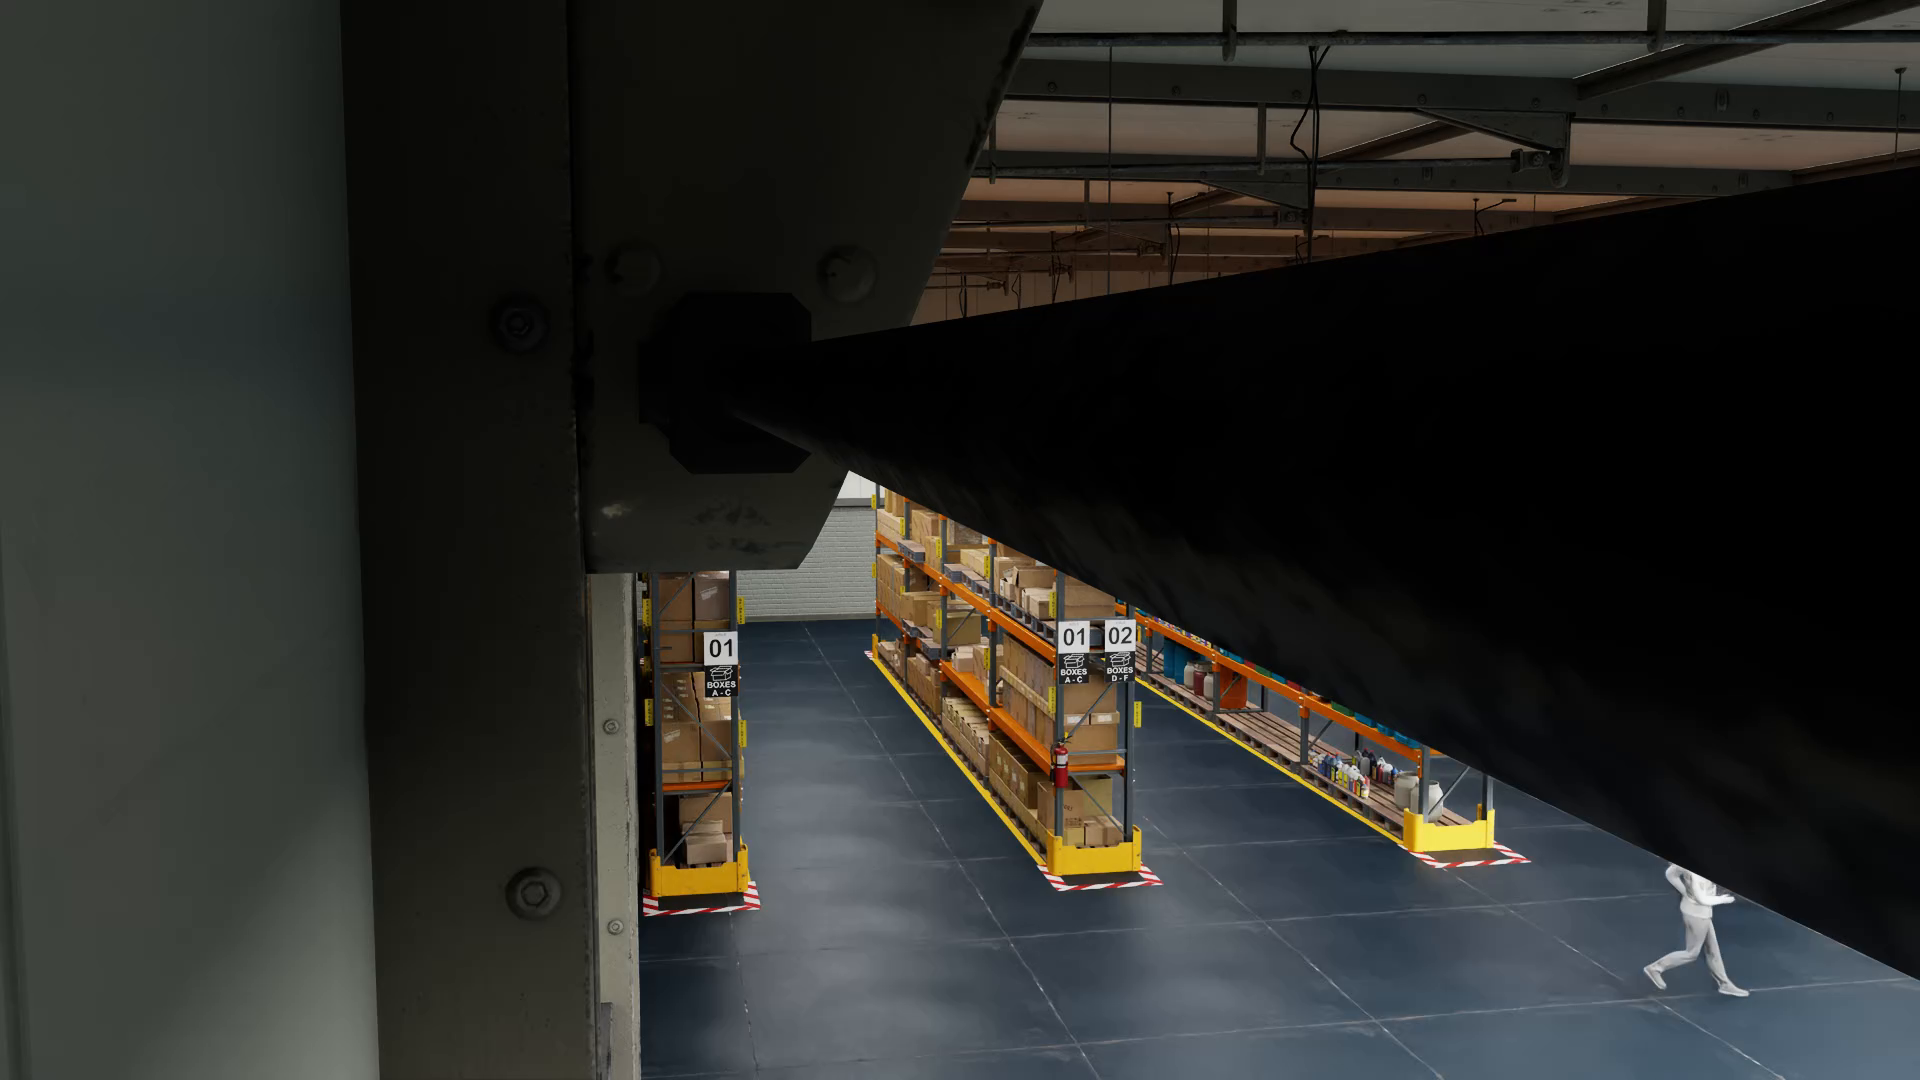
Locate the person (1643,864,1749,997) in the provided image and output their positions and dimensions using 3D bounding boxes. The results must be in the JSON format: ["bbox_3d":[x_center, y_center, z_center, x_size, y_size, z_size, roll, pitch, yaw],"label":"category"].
[{"bbox_3d":[7.413,3.765,16.691,1.022,1.644,0.626,1,6,13],"label":"person"}]
